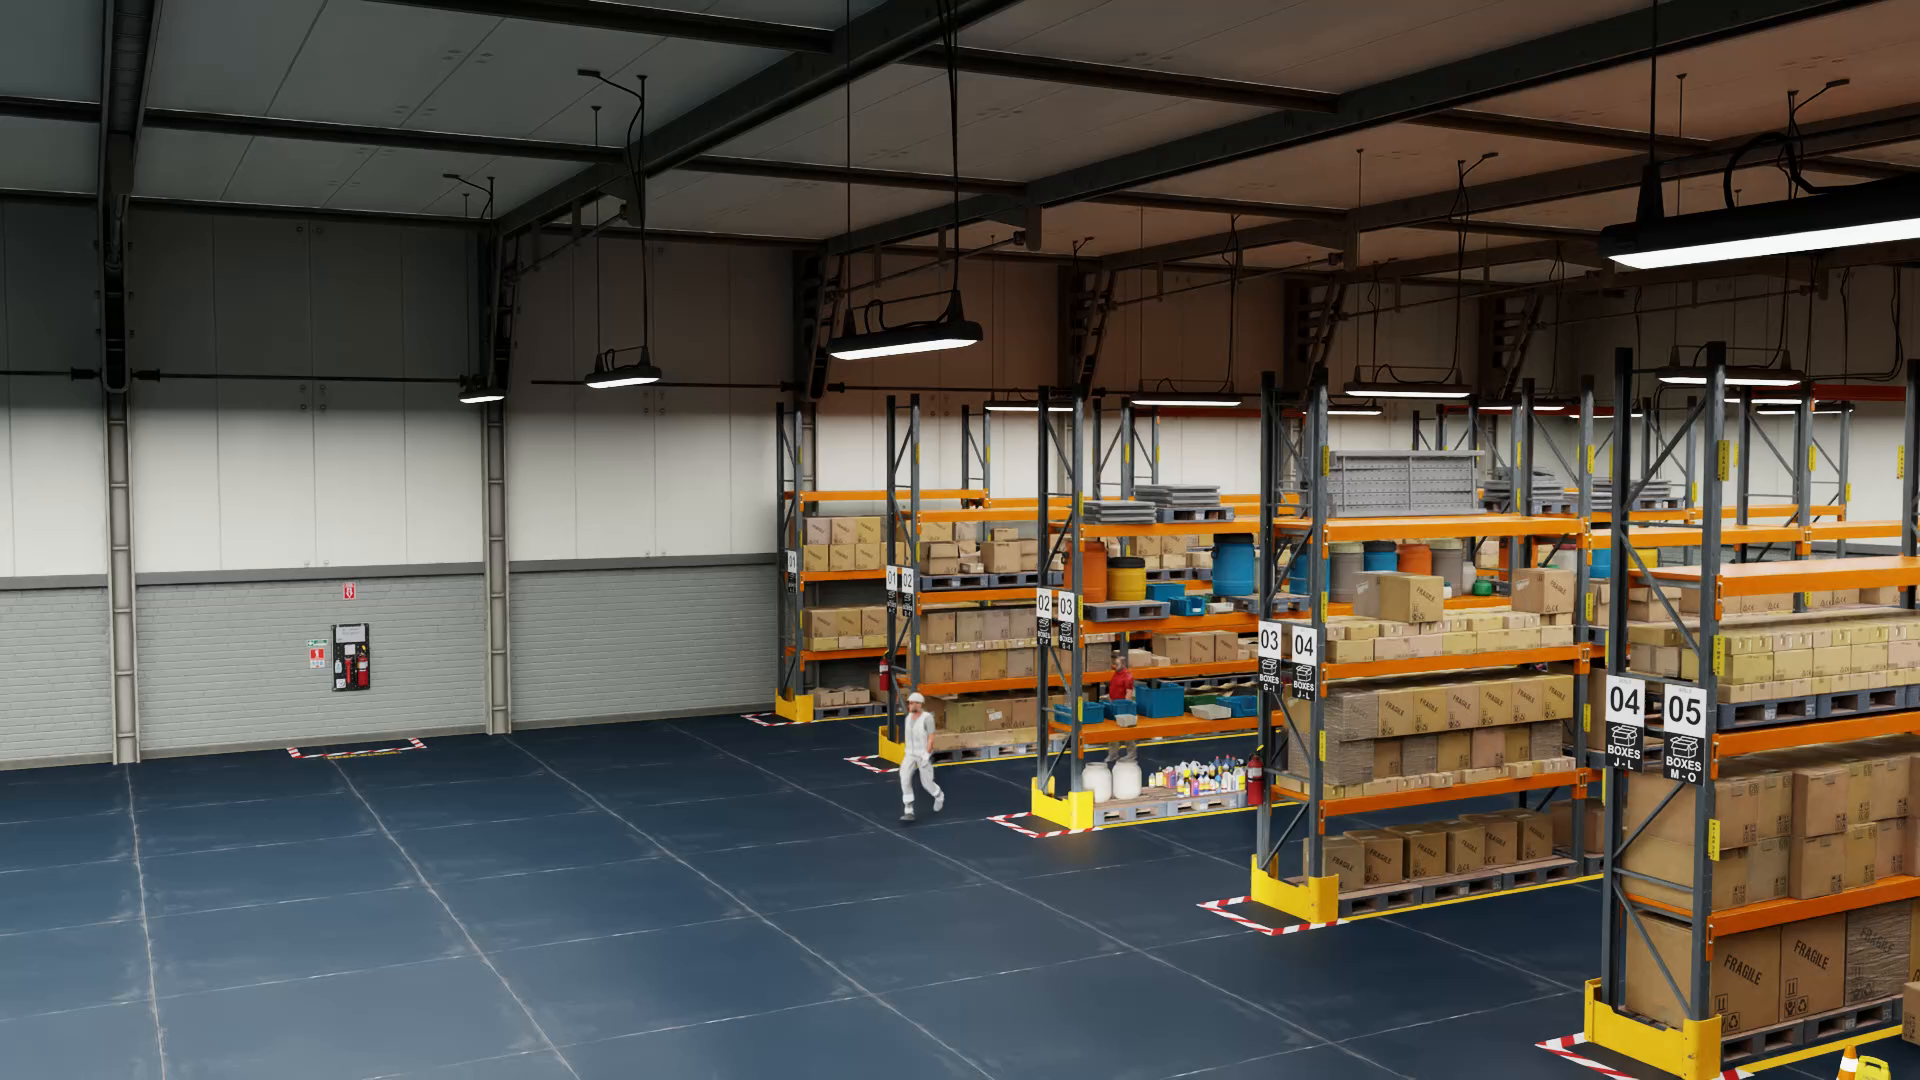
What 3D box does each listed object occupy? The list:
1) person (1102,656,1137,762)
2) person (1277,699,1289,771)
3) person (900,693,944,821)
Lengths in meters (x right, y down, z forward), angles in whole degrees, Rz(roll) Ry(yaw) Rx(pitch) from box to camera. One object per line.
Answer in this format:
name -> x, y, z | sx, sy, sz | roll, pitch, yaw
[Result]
person -> 2.618, 2.786, 27.209 | 0.546, 1.791, 0.585 | -2, 4, -26
person -> 5.237, 2.868, 26.014 | 0.470, 1.610, 0.886 | -2, 4, -33
person -> -0.577, 2.993, 23.086 | 0.538, 1.729, 0.954 | 2, 4, 28
